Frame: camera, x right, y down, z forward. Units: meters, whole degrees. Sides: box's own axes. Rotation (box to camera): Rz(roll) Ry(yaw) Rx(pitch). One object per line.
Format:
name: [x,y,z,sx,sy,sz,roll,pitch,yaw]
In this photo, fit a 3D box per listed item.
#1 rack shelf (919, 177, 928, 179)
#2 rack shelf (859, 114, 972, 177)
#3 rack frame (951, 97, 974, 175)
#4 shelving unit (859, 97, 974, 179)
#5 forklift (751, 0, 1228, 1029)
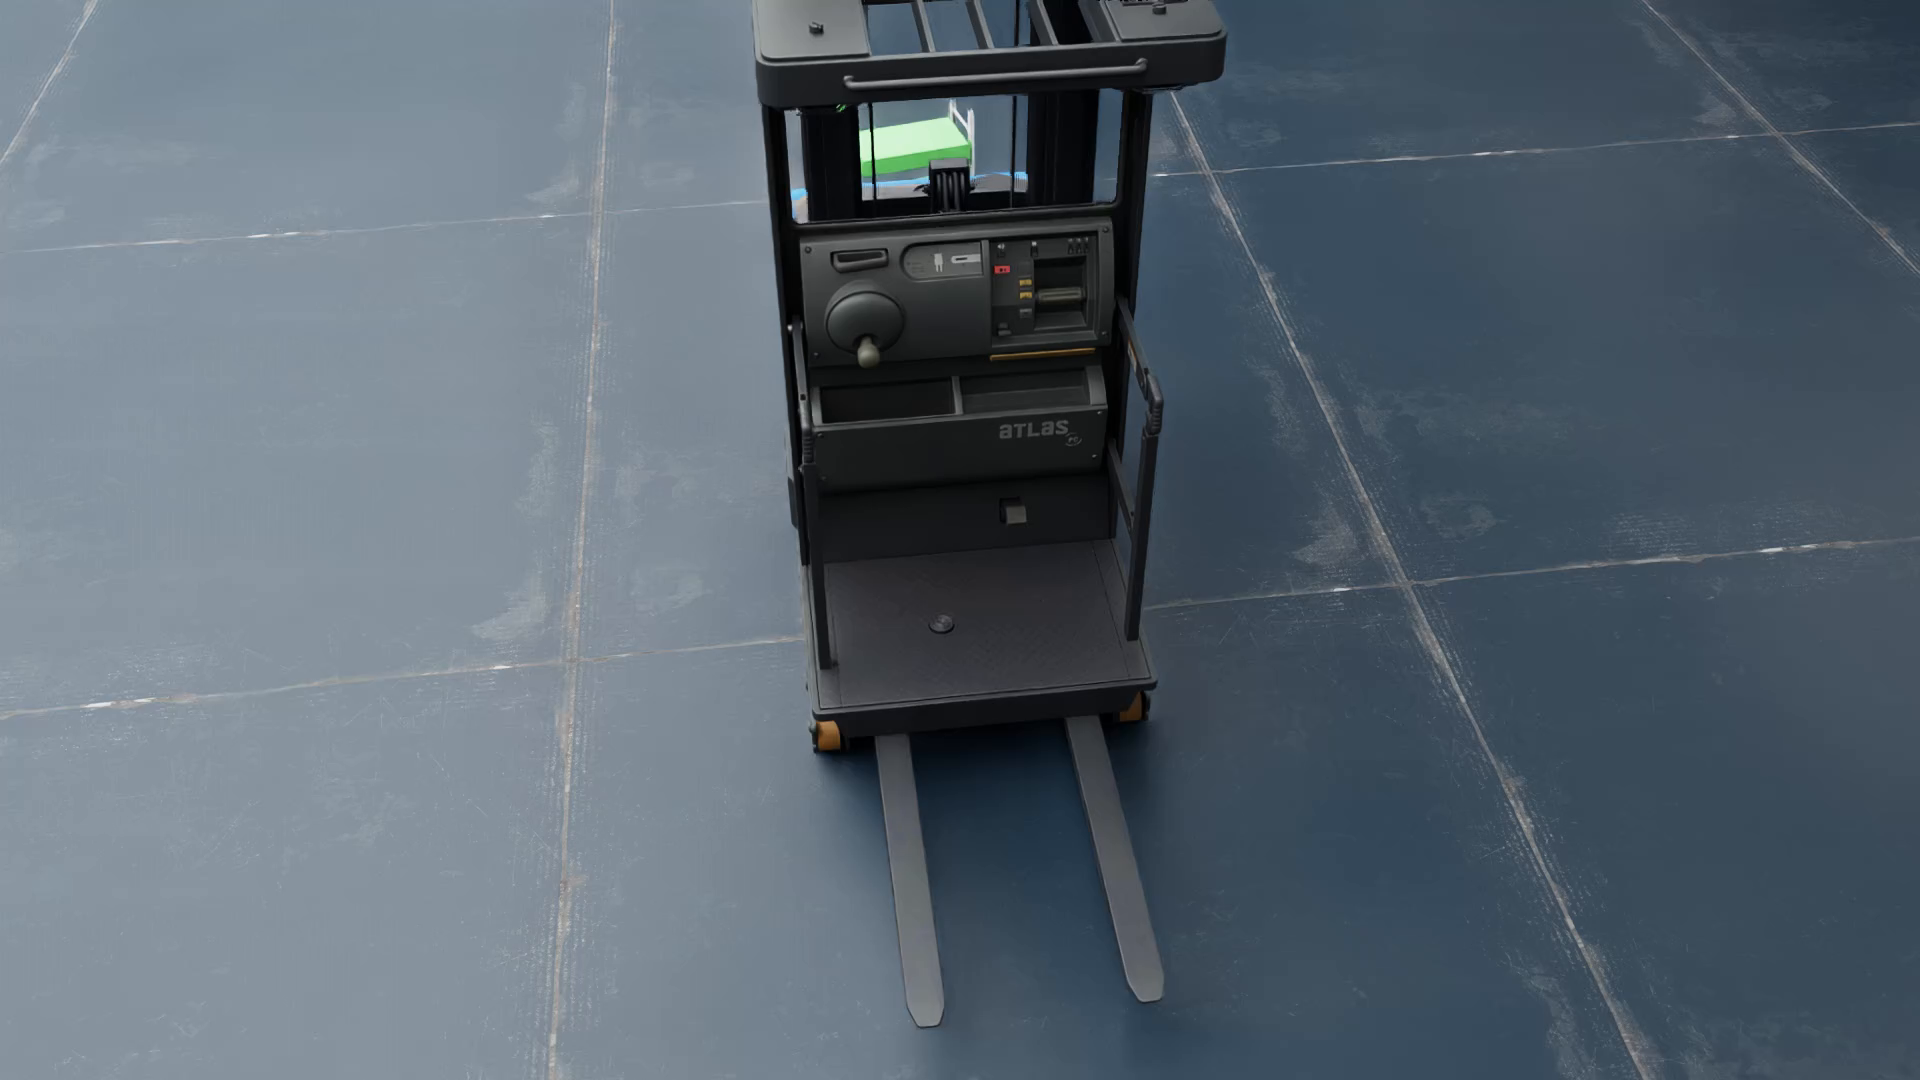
rack shelf: [-0.218,-1.288,6.512,0.480,0.148,0.258,-13,41,-14]
rack shelf: [-0.222,-1.473,6.358,0.480,0.148,0.258,-13,41,-14]
rack frame: [0.015,-1.205,6.682,0.015,1.200,0.240,-13,41,-14]
shelving unit: [-0.216,-1.153,6.624,0.503,1.200,0.258,-13,41,-14]
forklift: [0.027,-0.647,4.779,1.130,2.935,3.031,-5,42,-5]
